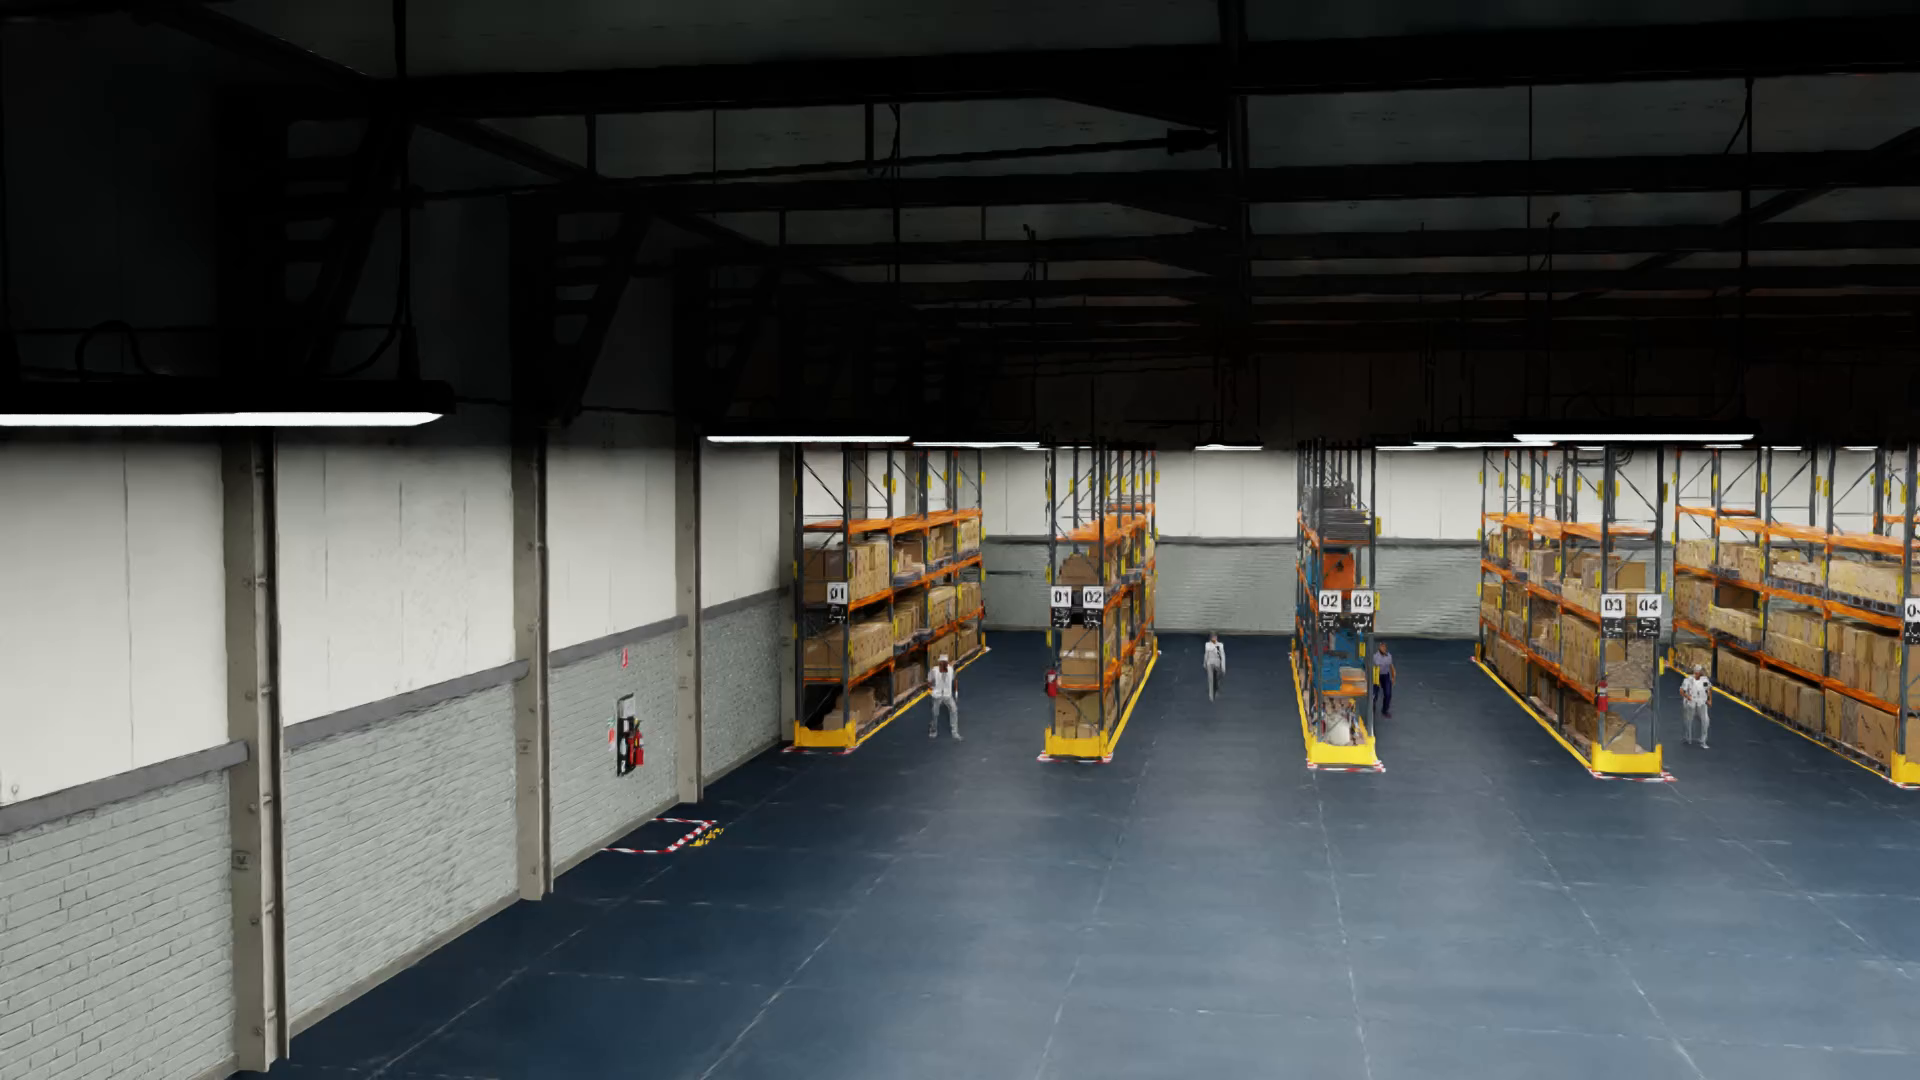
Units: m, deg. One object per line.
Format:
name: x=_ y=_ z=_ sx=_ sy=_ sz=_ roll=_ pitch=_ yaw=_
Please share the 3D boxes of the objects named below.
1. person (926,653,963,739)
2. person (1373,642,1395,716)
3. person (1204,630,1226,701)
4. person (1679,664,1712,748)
person: x=-0.347 y=3.101 z=33.114 sx=0.698 sy=1.719 sz=0.792 roll=0 pitch=3 yaw=-9
person: x=9.169 y=3.008 z=36.287 sx=0.608 sy=1.598 sz=0.664 roll=0 pitch=3 yaw=2
person: x=5.865 y=2.878 z=38.277 sx=0.493 sy=1.621 sz=0.980 roll=0 pitch=3 yaw=9
person: x=14.363 y=3.208 z=32.456 sx=0.628 sy=1.599 sz=0.828 roll=1 pitch=3 yaw=15
